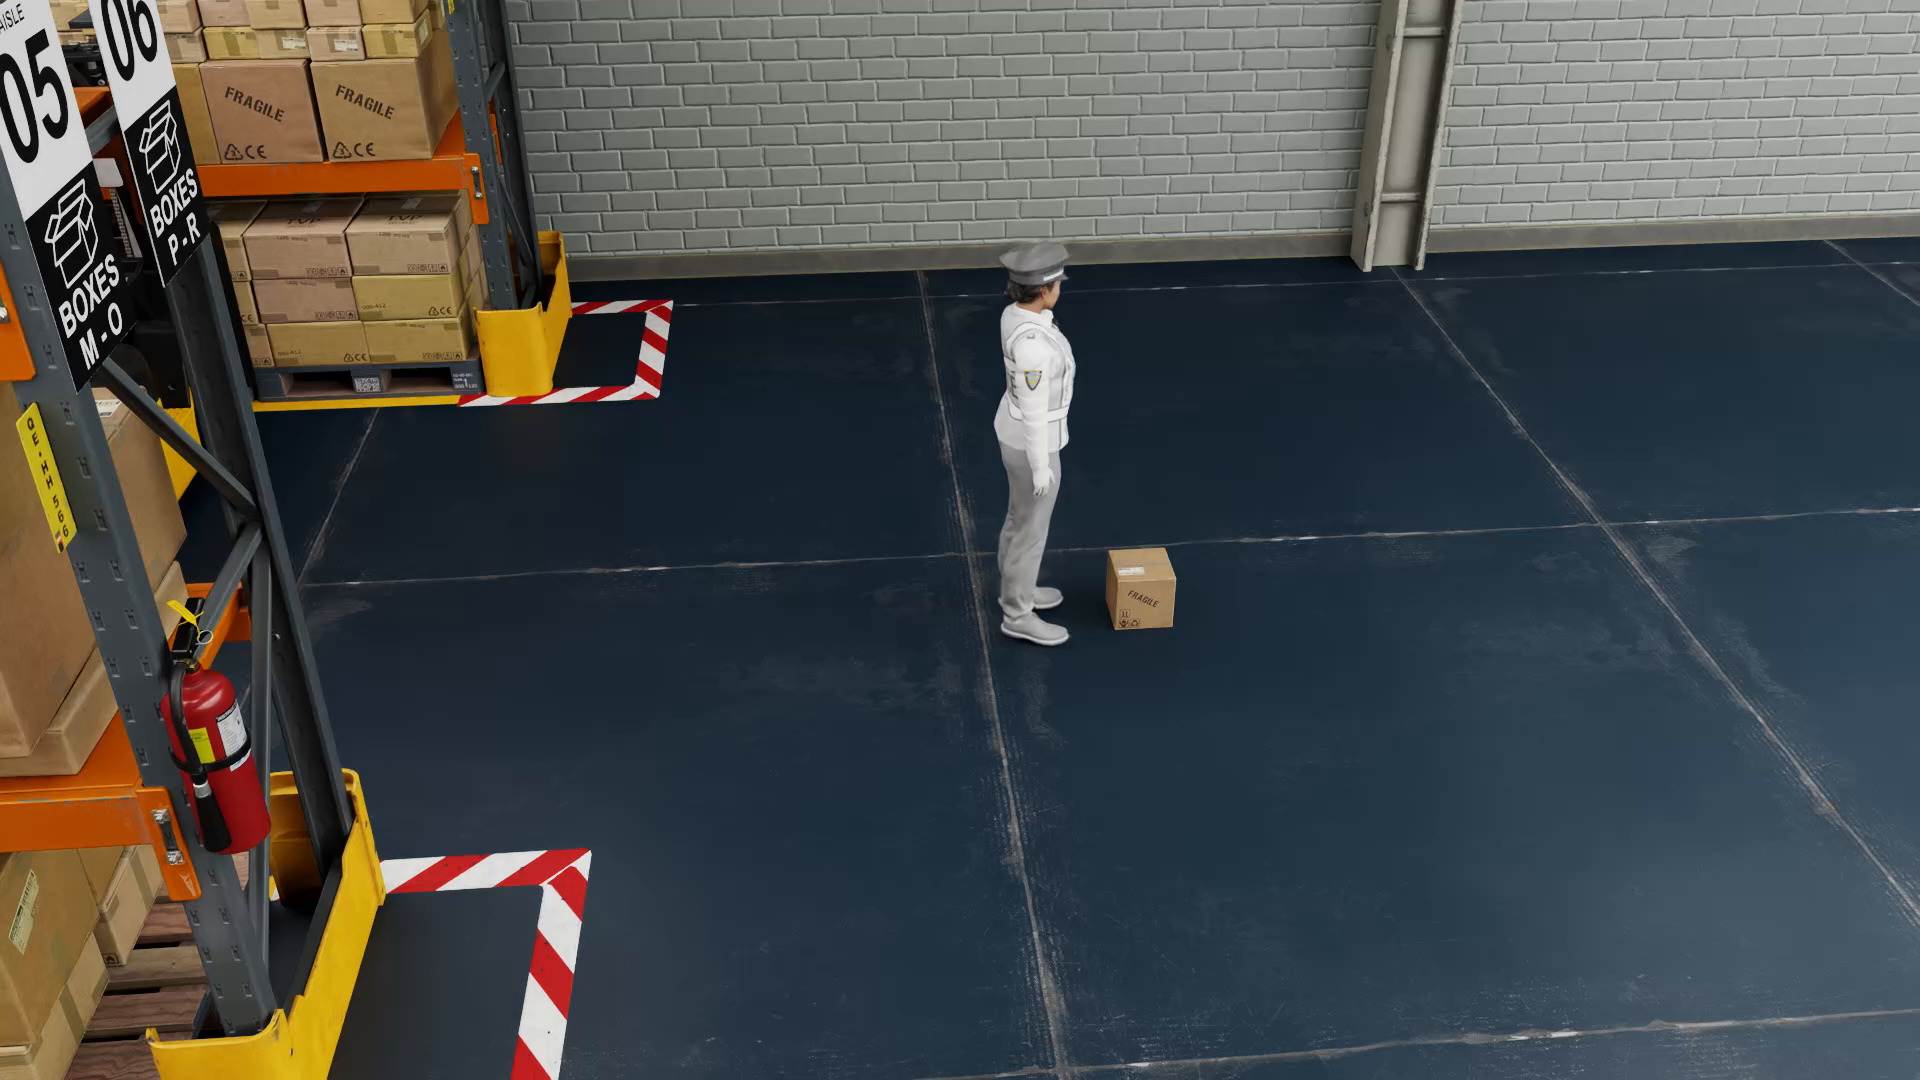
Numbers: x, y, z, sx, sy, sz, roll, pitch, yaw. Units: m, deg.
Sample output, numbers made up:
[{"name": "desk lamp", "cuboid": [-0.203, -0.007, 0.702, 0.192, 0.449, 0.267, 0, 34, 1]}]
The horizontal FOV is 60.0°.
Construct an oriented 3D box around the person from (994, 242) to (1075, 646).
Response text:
[{"name": "person", "cuboid": [0.301, -0.391, 6.757, 0.324, 1.682, 0.508, -2, 31, -3]}]
